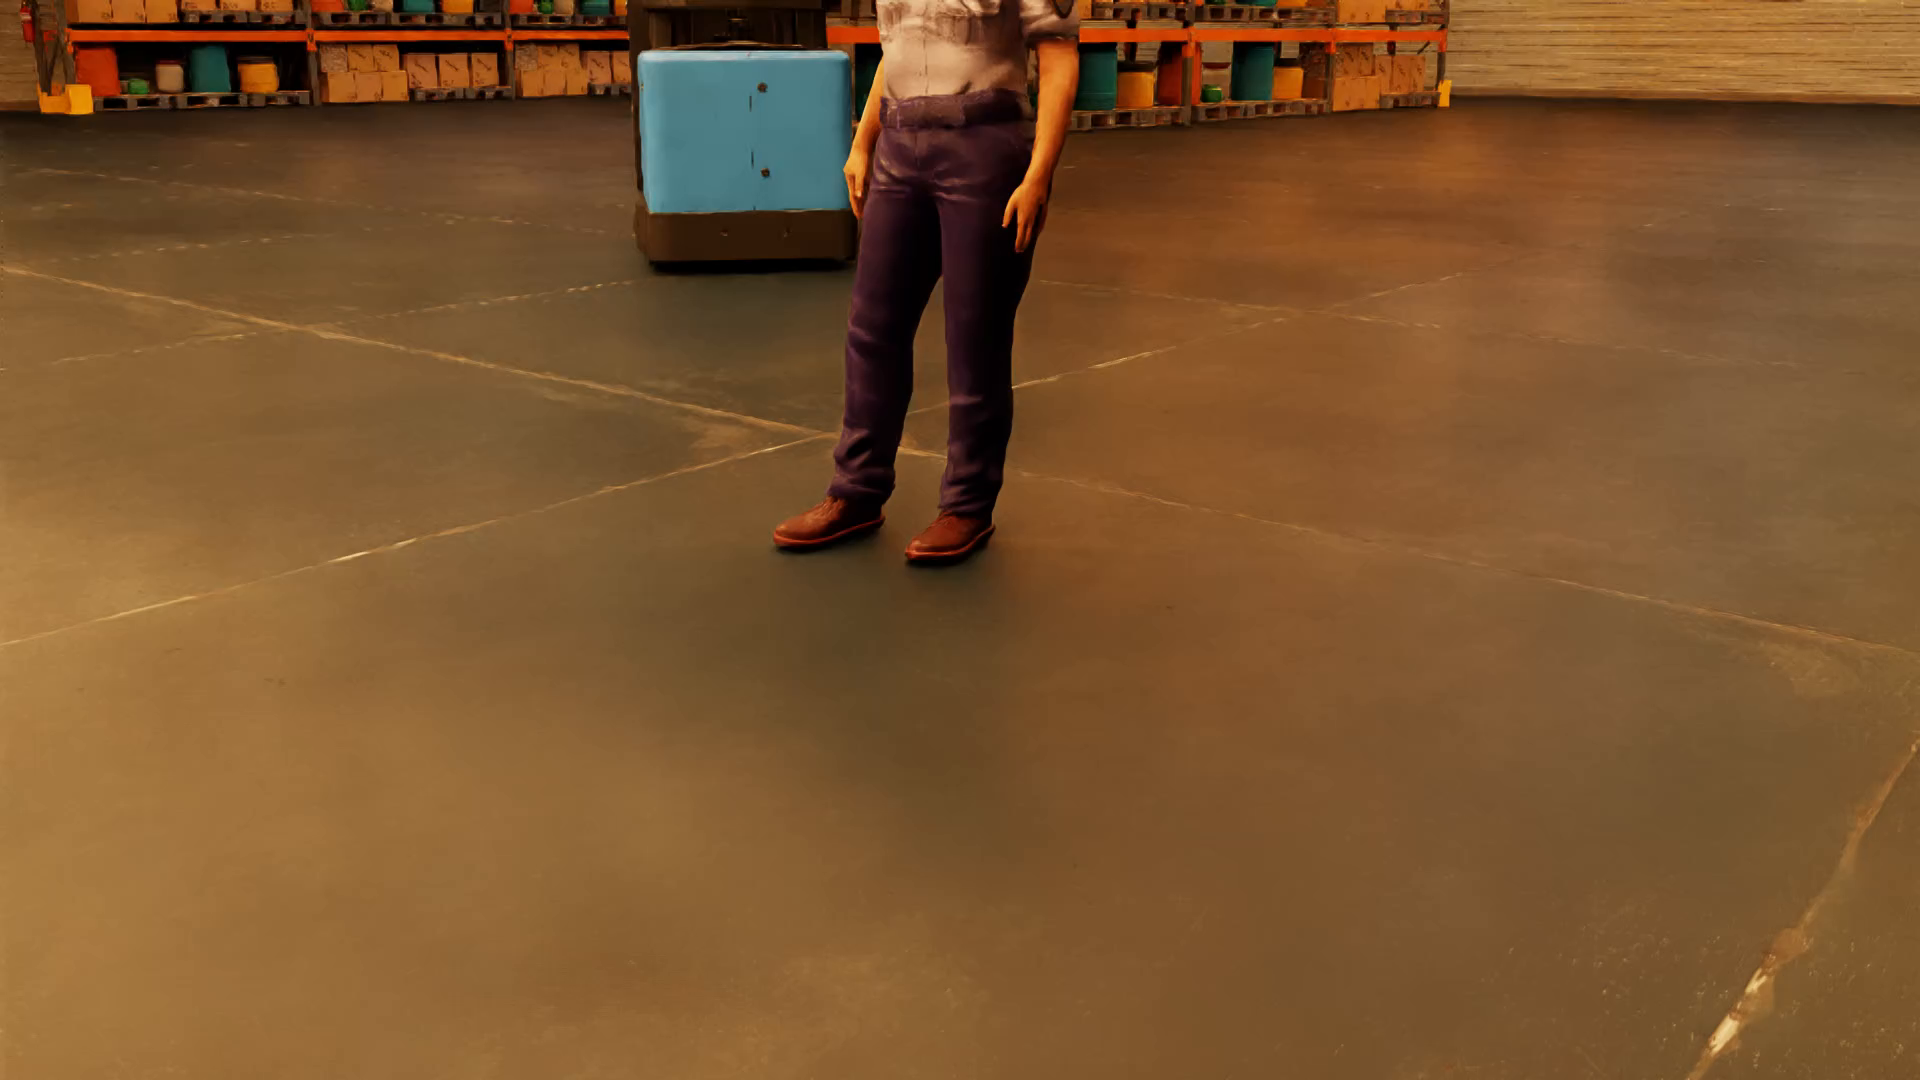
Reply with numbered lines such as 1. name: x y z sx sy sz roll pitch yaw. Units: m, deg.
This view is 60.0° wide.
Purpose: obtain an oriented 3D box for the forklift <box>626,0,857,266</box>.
1. forklift: -1.335 -3.169 9.335 1.130 2.935 3.031 -4 17 -12

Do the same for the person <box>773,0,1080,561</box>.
1. person: -0.075 -0.779 3.648 0.599 1.650 0.502 13 21 37
